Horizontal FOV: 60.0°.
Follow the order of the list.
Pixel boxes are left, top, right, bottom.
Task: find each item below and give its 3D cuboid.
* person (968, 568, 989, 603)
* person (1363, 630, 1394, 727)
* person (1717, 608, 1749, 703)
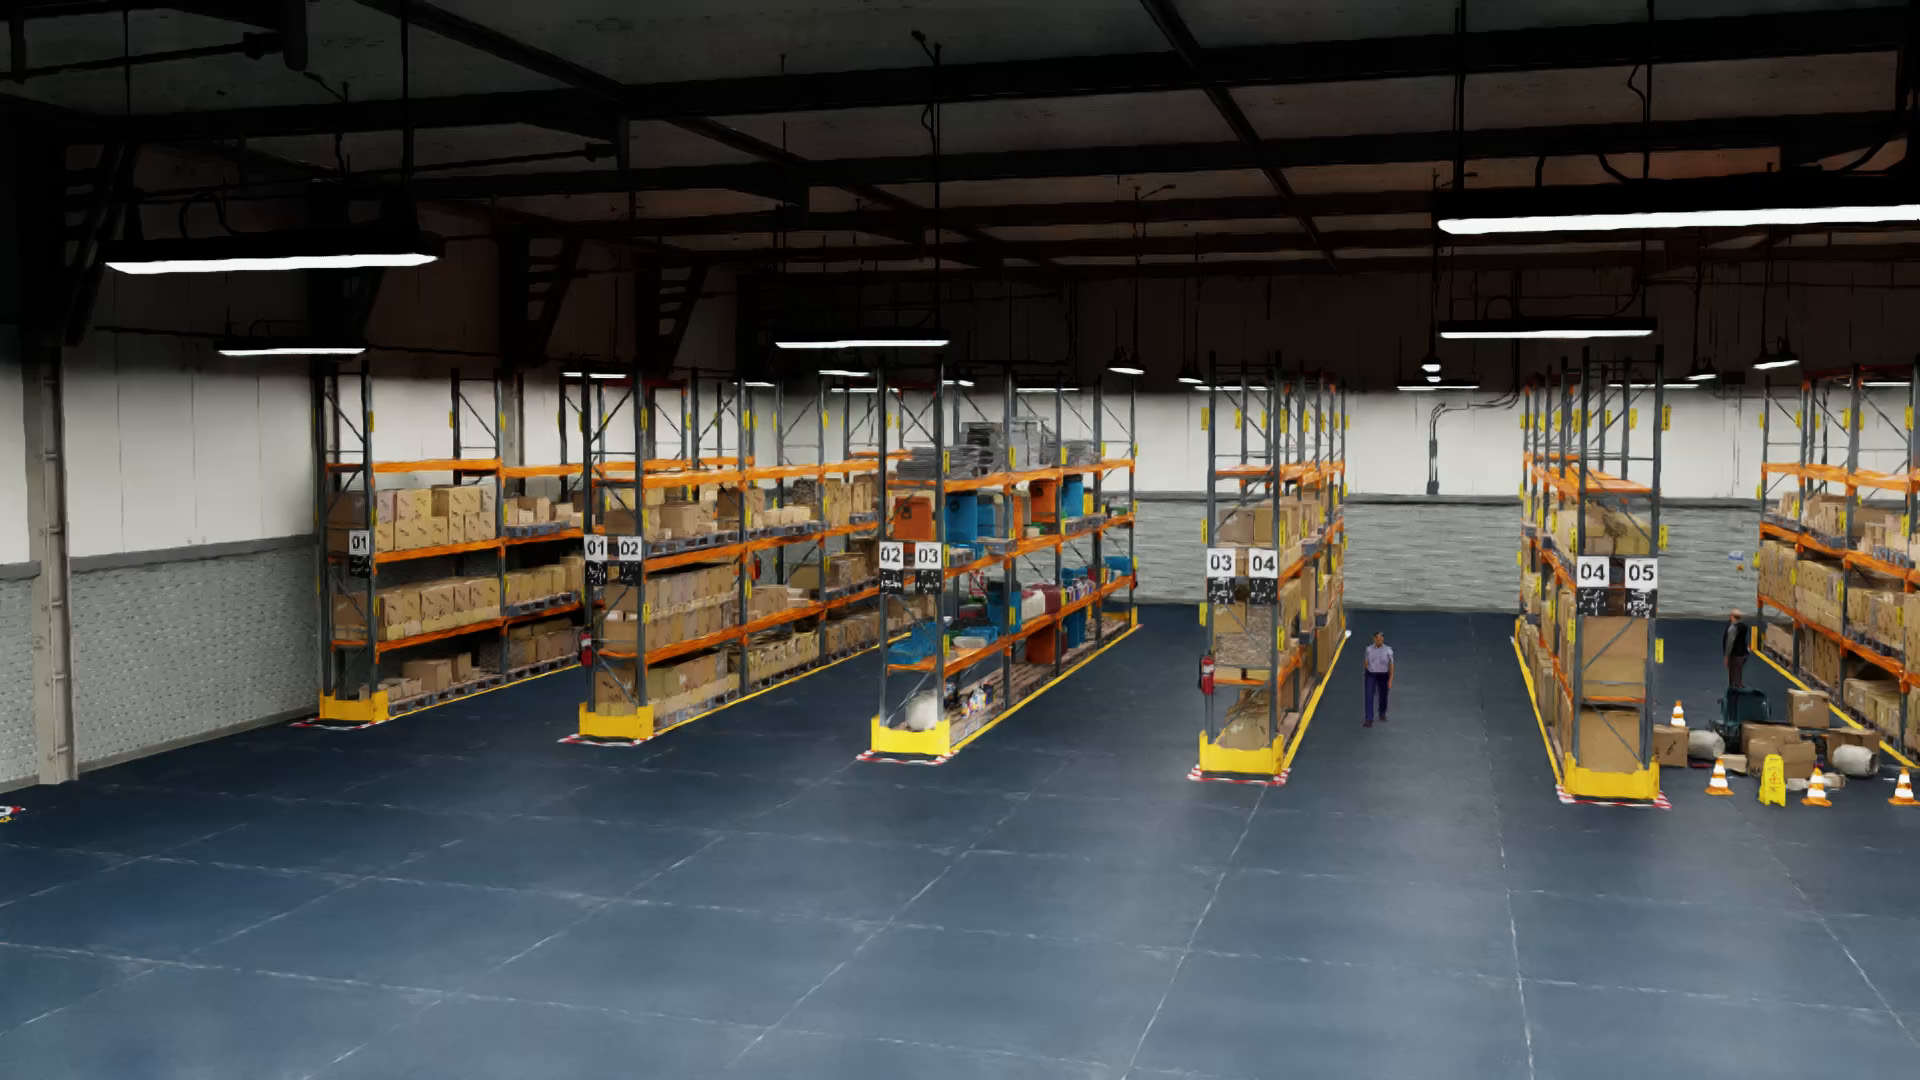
[{"bbox_3d":[0.425,1.312,39.523,0.567,1.736,1.044,1,4,15],"label":"person"},{"bbox_3d":[6.883,2.261,27.325,0.478,1.554,1.093,1,4,14],"label":"person"},{"bbox_3d":[13.531,2.048,29.105,0.576,1.718,0.626,4,6,43],"label":"person"}]
